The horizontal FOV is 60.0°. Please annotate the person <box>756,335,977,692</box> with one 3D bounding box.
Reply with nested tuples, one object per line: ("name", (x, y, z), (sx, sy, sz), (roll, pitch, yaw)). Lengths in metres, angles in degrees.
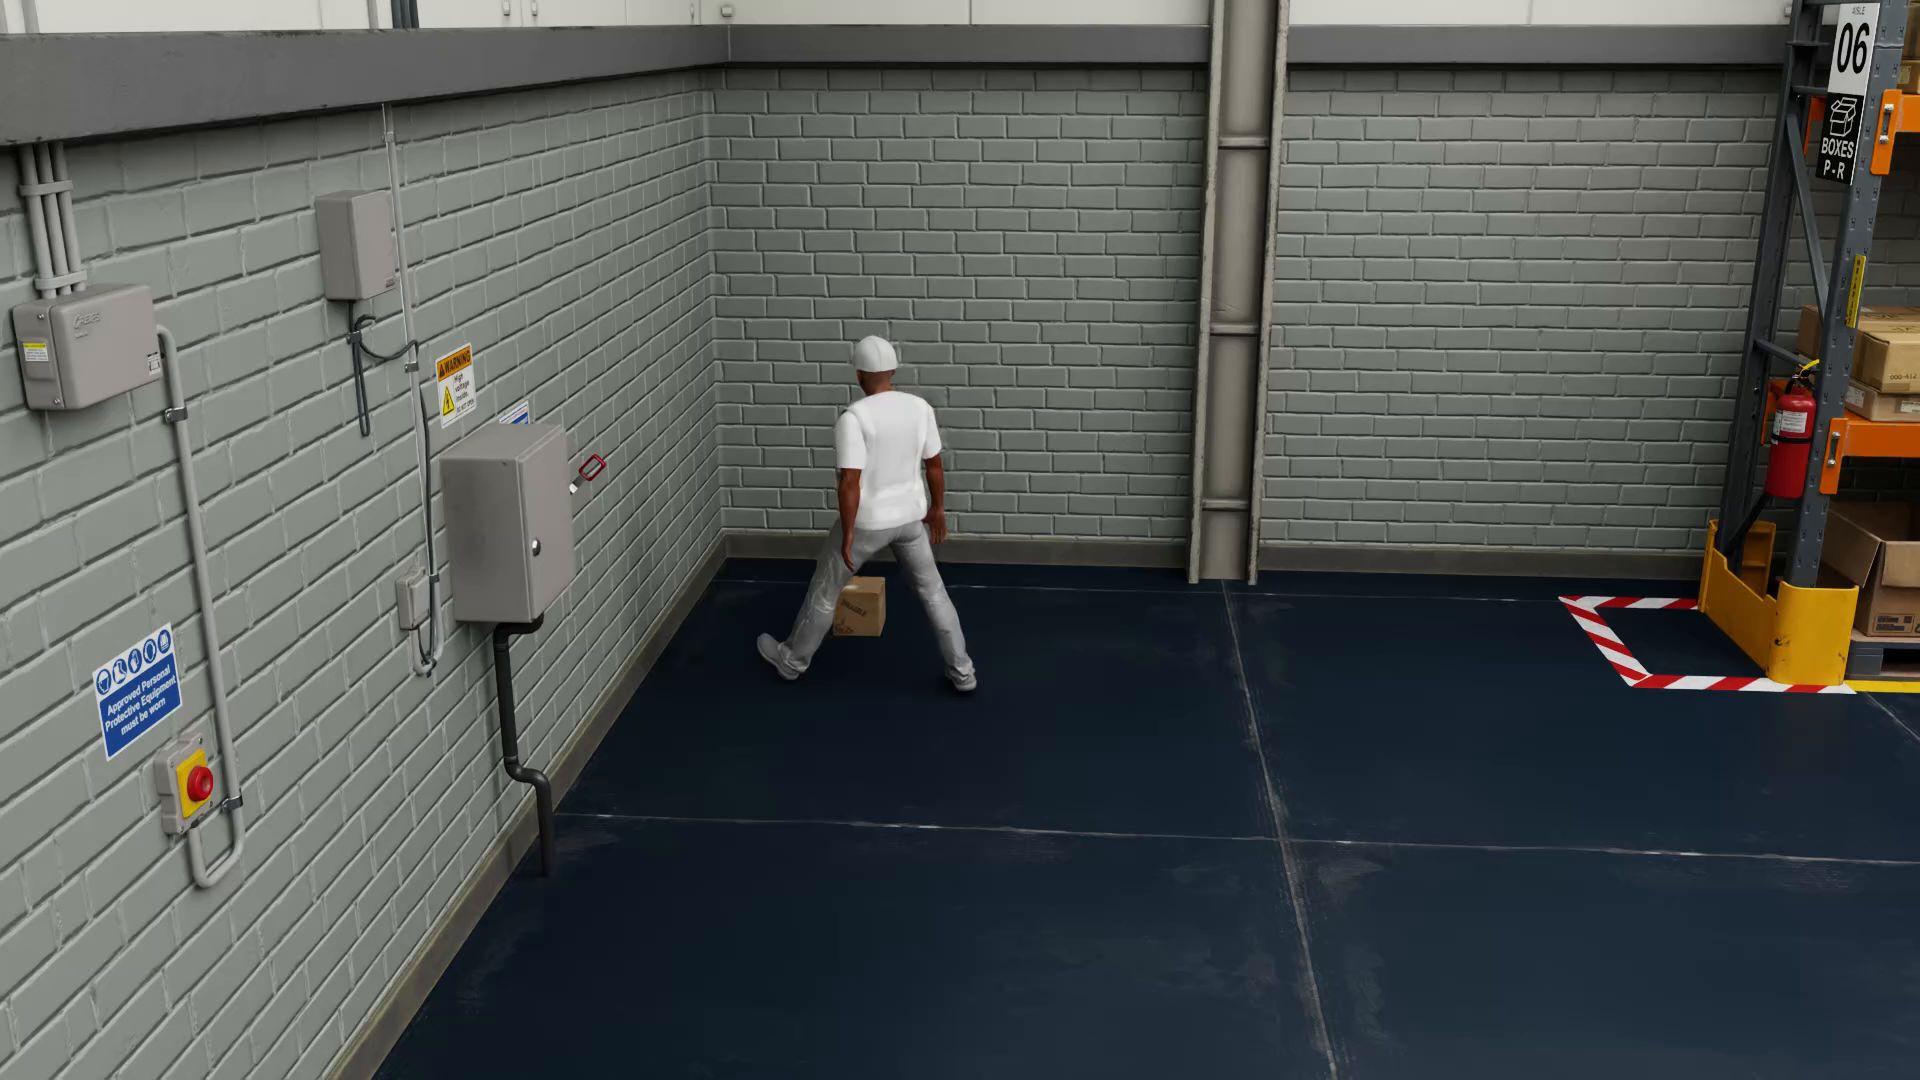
("person", (-0.439, -0.132, 7.957), (0.850, 1.703, 0.895), (-12, 21, -33))
